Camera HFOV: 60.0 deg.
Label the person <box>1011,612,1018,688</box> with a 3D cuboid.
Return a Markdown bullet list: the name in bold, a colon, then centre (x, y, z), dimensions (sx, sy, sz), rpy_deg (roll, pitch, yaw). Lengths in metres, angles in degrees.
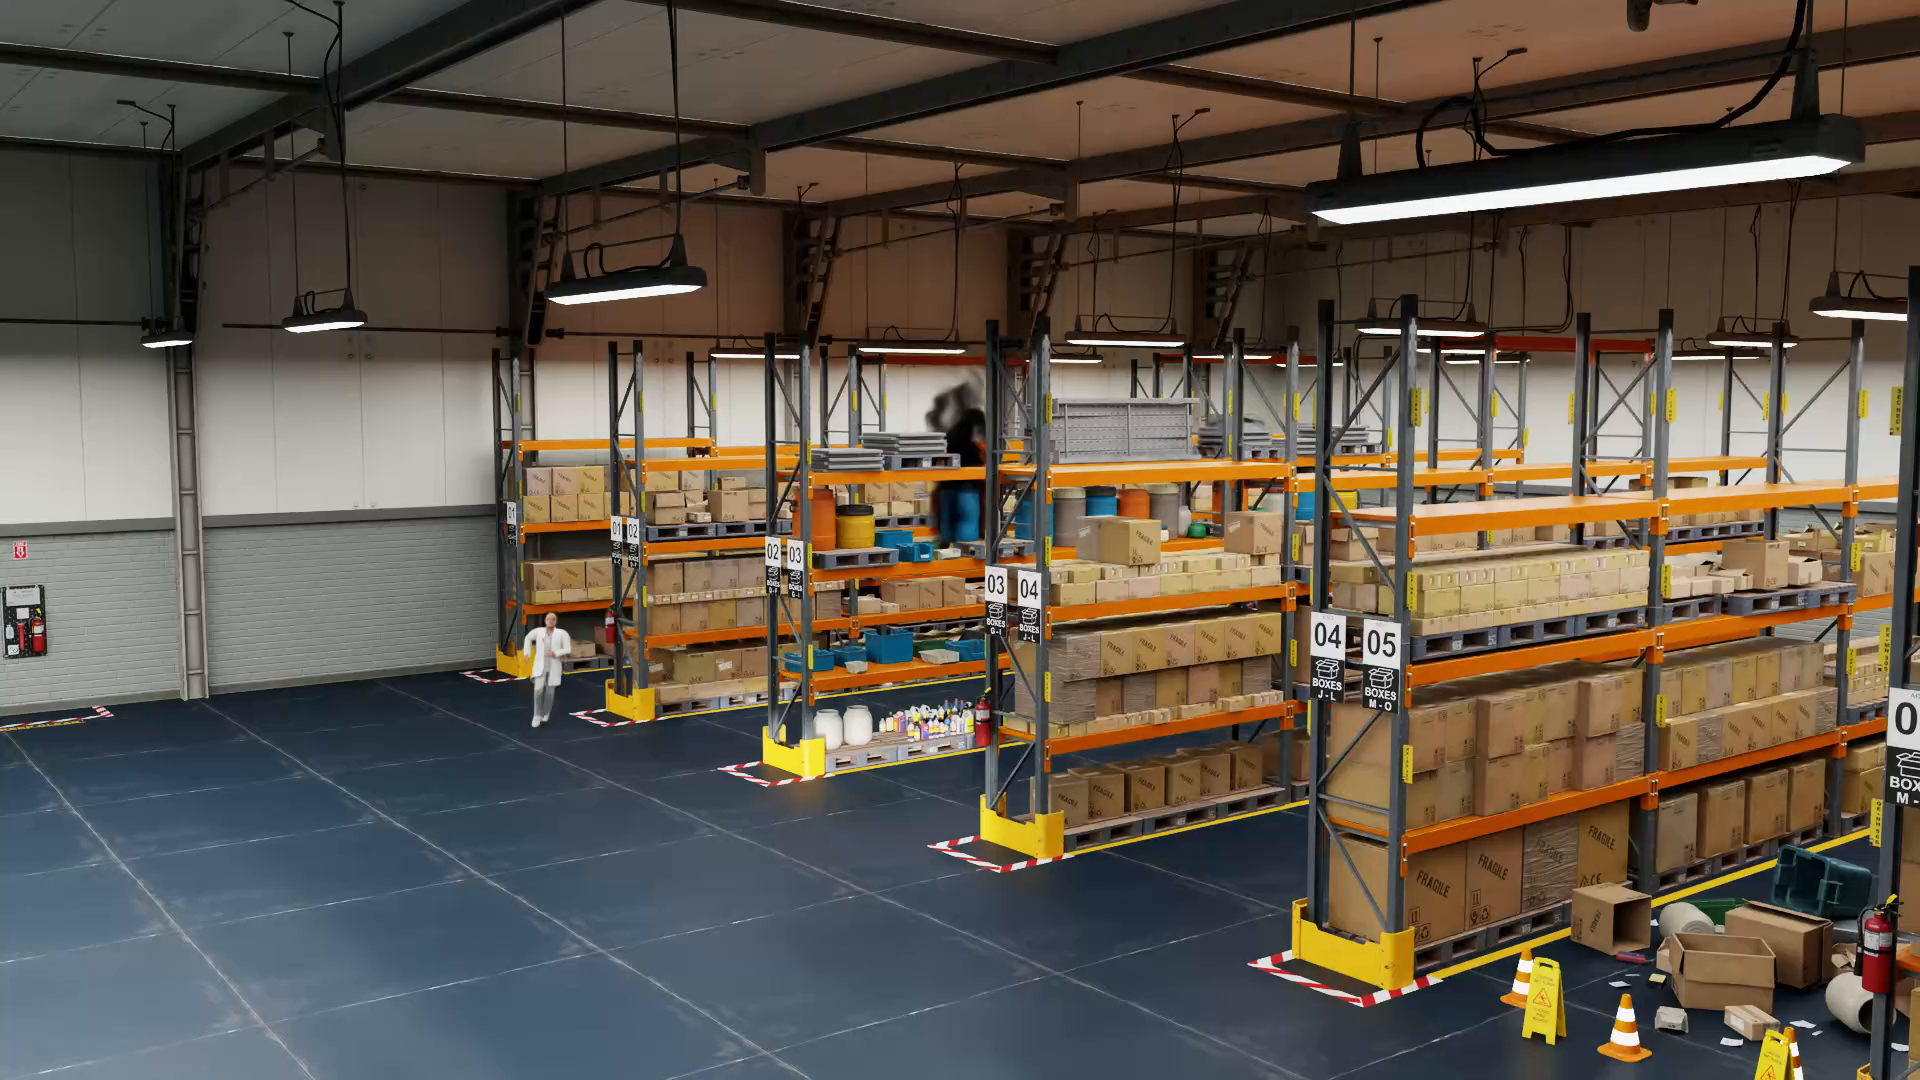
- **person**: centre (1.165, 1.749, 28.146), dimensions (0.845, 1.577, 0.675), rpy_deg (-3, 6, -34)

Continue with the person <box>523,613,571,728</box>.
- **person**: centre (-6.431, 2.013, 25.927), dimensions (0.726, 1.767, 0.702), rpy_deg (-1, 5, -15)
